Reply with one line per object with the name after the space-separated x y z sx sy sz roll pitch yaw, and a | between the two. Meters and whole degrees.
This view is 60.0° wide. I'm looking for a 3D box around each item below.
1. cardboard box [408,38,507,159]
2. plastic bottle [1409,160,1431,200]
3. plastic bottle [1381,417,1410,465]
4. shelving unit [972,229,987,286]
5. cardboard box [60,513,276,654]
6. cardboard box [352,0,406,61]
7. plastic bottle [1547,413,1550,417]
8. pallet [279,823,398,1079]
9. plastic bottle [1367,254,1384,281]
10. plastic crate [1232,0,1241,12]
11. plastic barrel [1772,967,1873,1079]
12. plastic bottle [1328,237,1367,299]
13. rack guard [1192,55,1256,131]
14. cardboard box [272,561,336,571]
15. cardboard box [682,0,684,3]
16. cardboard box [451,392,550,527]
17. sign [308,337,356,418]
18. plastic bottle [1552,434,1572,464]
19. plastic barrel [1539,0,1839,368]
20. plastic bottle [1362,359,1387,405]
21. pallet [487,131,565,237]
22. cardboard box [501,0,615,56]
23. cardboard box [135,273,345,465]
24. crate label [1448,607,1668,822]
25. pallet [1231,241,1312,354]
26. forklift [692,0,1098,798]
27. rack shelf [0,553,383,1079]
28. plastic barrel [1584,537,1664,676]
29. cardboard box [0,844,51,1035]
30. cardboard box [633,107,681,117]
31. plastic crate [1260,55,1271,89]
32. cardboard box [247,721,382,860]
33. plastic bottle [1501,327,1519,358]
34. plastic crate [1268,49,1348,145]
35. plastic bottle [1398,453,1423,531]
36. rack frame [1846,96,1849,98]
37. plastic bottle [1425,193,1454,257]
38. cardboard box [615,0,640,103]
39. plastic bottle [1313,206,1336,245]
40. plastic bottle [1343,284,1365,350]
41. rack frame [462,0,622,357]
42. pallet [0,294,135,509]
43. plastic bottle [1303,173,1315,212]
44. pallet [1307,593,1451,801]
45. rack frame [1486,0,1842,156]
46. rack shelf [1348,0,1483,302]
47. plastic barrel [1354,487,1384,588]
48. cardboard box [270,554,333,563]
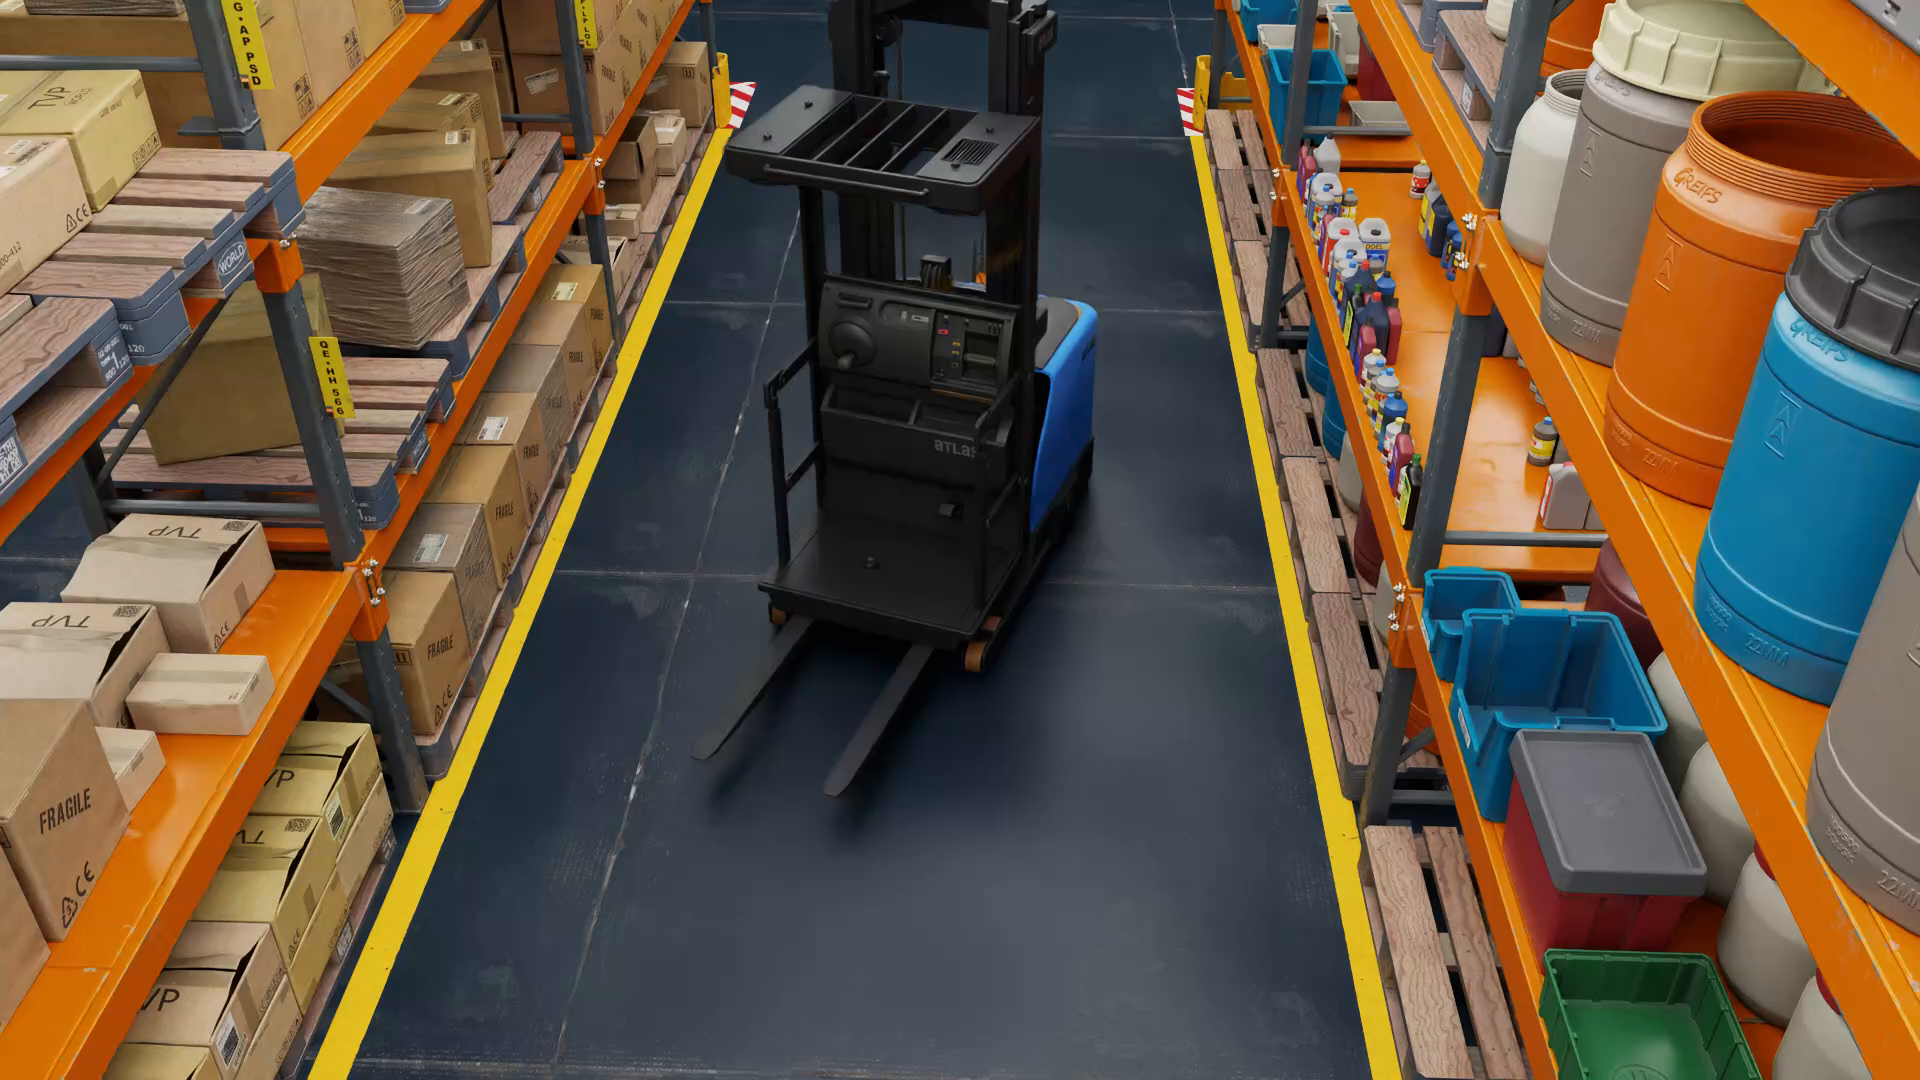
-2.861 -2.354 8.985 0.700 0.500 0.500 -10 36 -14 | cardboard box
2.512 -1.969 9.062 0.097 0.201 0.097 0 35 0 | plastic bottle
1.796 -0.409 6.842 0.097 0.201 0.097 0 35 0 | plastic bottle
0.191 -1.095 9.197 0.258 1.200 0.189 8 27 11 | shelving unit
-2.838 0.134 5.974 0.500 0.311 0.500 3 35 5 | cardboard box
-2.754 -2.222 6.553 0.910 0.500 0.500 1 35 2 | cardboard box
2.500 -0.516 6.933 0.097 0.271 0.097 0 35 0 | plastic bottle
-2.851 1.502 6.374 1.003 0.211 1.213 1 35 2 | pallet
2.010 -1.296 8.104 0.097 0.201 0.097 0 35 0 | plastic bottle
2.030 -3.801 11.672 0.250 0.136 0.298 1 35 2 | plastic crate
2.296 1.282 4.144 0.433 0.535 0.433 0 35 0 | plastic barrel
1.885 -1.319 8.072 0.152 0.276 0.135 1 35 2 | plastic bottle
2.479 -3.582 13.357 1.175 0.500 0.348 1 35 2 | rack guard
-2.976 0.189 7.609 0.500 0.500 0.500 3 35 4 | cardboard box
-2.221 -4.186 11.956 0.500 0.500 0.500 2 35 2 | cardboard box
-2.419 -0.412 8.464 0.500 0.500 0.500 0 35 0 | cardboard box
-2.225 -0.573 5.896 0.100 0.325 0.005 1 35 2 | sign
2.529 -0.450 6.836 0.152 0.276 0.135 1 35 2 | plastic bottle
1.920 -0.960 4.408 0.600 0.901 0.600 0 35 0 | plastic barrel
1.815 -0.689 7.240 0.097 0.201 0.097 0 35 0 | plastic bottle
-2.760 -1.874 8.920 1.003 0.211 1.213 1 35 2 | pallet
-2.319 -3.123 9.574 0.500 0.500 0.500 2 35 3 | cardboard box
-2.867 -0.688 6.613 0.700 0.500 0.500 -10 36 -14 | cardboard box
1.860 0.556 5.265 0.502 0.435 0.616 1 35 2 | crate label
2.321 -1.575 10.753 1.003 0.211 1.213 1 35 2 | pallet
-0.278 -0.845 7.349 1.130 2.935 3.031 12 37 17 | forklift
-2.860 1.333 4.816 1.077 0.370 4.000 1 35 2 | rack shelf
2.454 0.224 5.650 0.600 0.536 0.708 1 35 2 | plastic barrel
-2.852 1.115 4.413 0.500 0.500 0.500 1 35 2 | cardboard box
-2.340 -3.179 12.692 0.380 0.166 0.250 1 35 2 | cardboard box
2.107 -2.853 10.334 0.437 0.125 0.590 1 35 2 | plastic crate
-2.554 0.920 6.317 0.500 0.311 0.500 2 35 3 | cardboard box
2.566 -0.981 7.591 0.152 0.276 0.135 1 35 2 | plastic bottle
2.009 -2.586 9.729 0.392 0.384 0.575 1 35 2 | plastic crate
1.760 -0.189 6.457 0.061 0.283 0.133 1 35 2 | plastic bottle
7.440 -4.476 12.456 1.000 3.000 0.127 1 35 2 | rack frame
2.469 -1.634 8.454 0.144 0.351 0.185 1 35 2 | plastic bottle
-2.309 -3.030 10.312 0.500 0.500 0.500 2 35 3 | cardboard box
1.881 -1.622 8.567 0.097 0.201 0.097 0 35 0 | plastic bottle
1.819 -1.028 7.651 0.061 0.283 0.133 1 35 2 | plastic bottle
-2.619 -2.409 9.514 1.000 3.000 0.127 1 35 2 | rack frame
-2.759 -0.226 3.964 1.003 0.211 1.213 3 35 4 | pallet
1.898 -1.867 8.916 0.097 0.201 0.097 0 35 0 | plastic bottle
2.160 0.693 7.526 1.003 0.211 1.213 1 35 2 | pallet
2.170 -2.449 4.354 1.000 3.000 0.127 1 35 2 | rack frame
2.250 -2.076 7.058 1.077 0.370 4.000 1 35 2 | rack shelf
2.218 -0.110 7.975 0.600 0.588 0.708 1 35 2 | plastic barrel
-2.978 -0.150 7.439 0.500 0.250 0.500 3 35 4 | cardboard box
